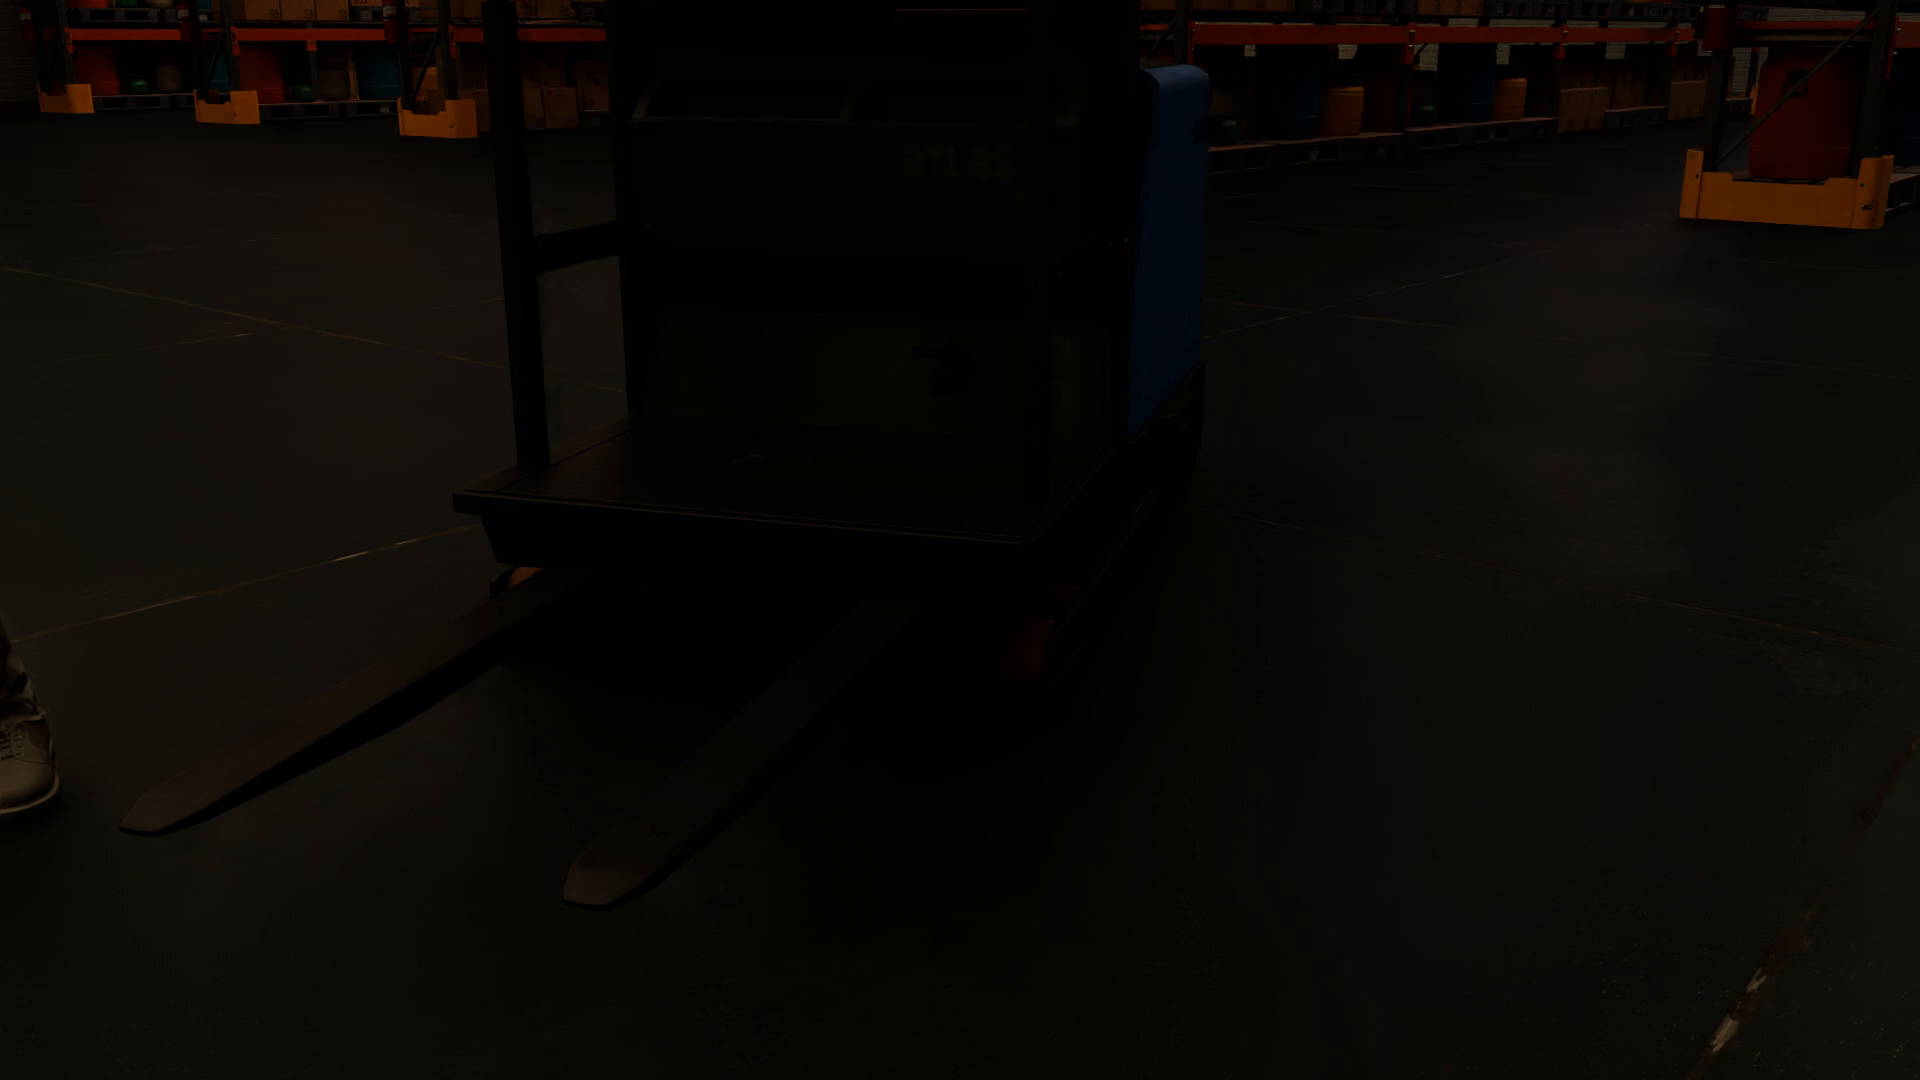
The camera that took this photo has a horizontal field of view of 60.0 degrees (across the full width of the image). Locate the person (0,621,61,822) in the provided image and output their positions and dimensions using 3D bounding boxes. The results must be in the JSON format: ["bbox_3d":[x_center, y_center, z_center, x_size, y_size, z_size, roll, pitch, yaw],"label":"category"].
[{"bbox_3d":[-1.818,-0.377,2.397,0.833,1.635,0.383,1,17,3],"label":"person"}]

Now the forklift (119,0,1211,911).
[{"bbox_3d":[-0.263,-1.232,2.955,1.130,2.935,3.031,5,18,16],"label":"forklift"}]
